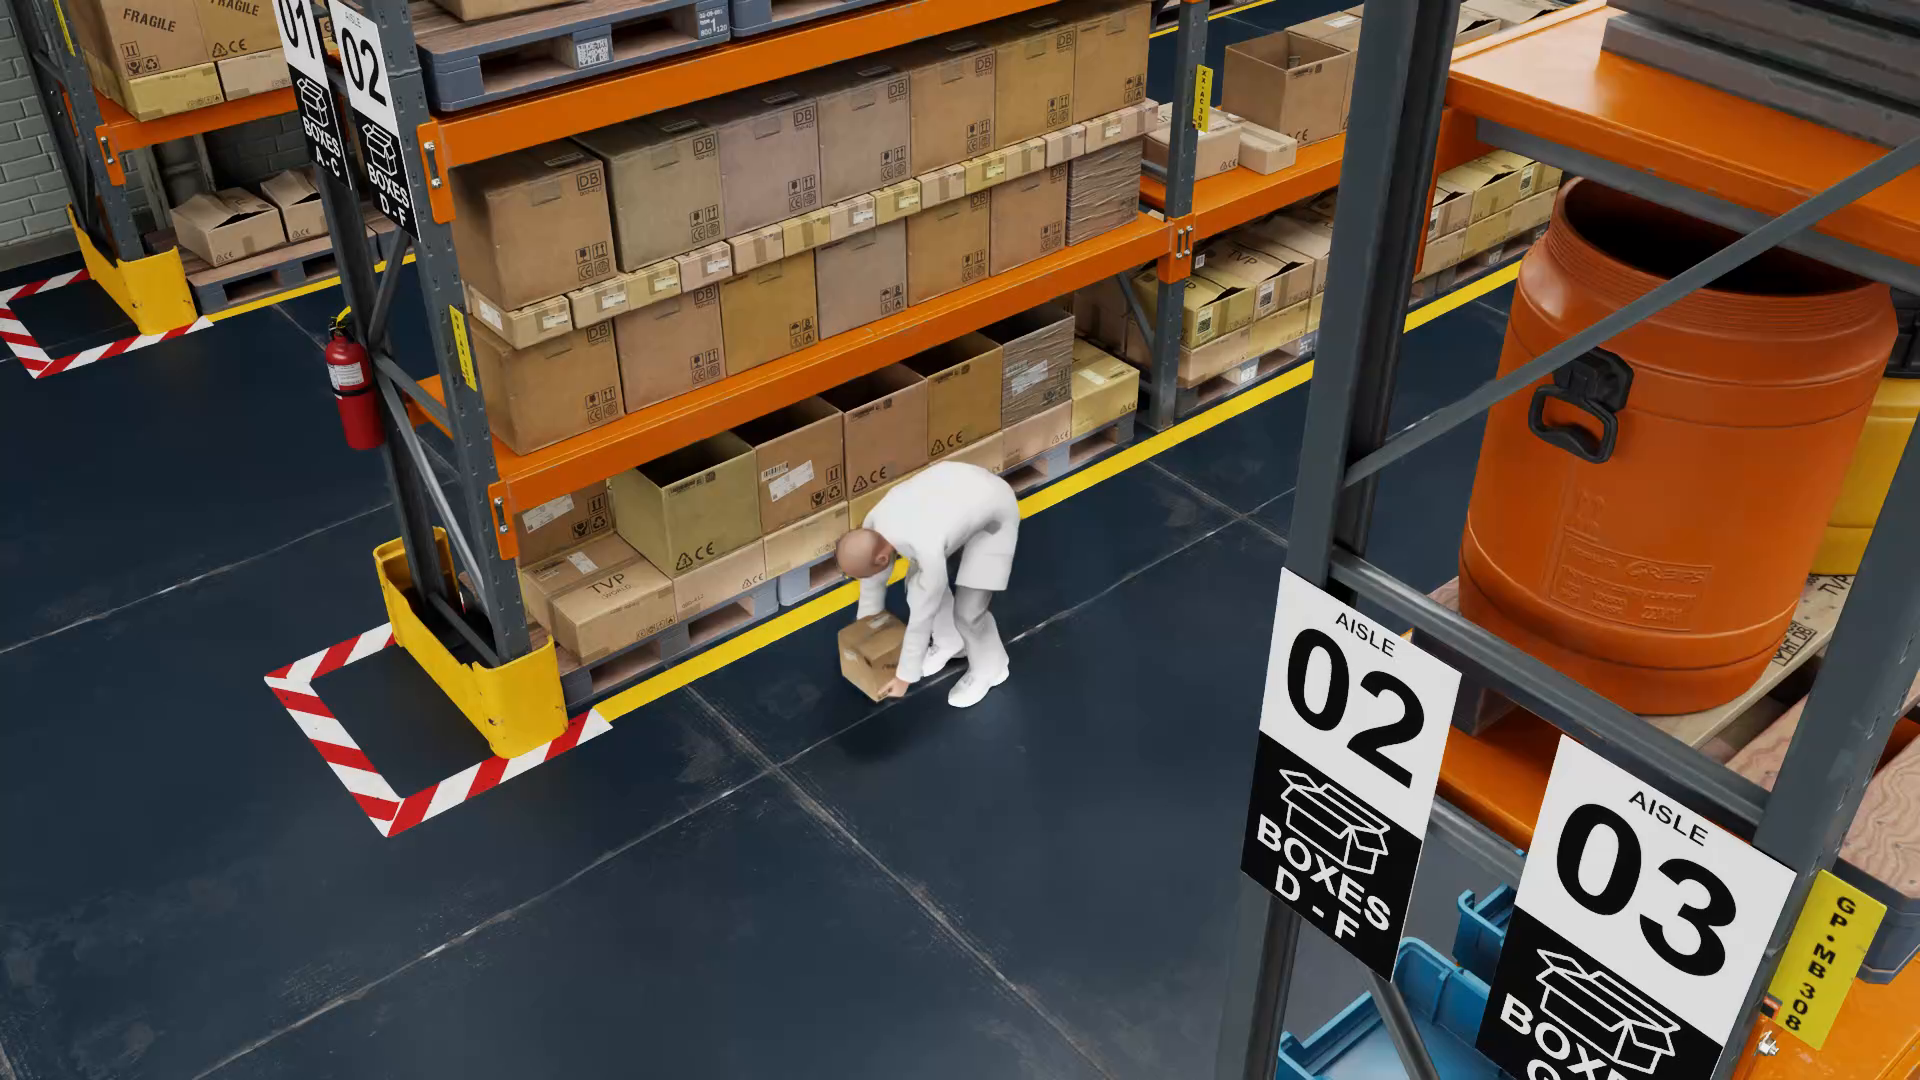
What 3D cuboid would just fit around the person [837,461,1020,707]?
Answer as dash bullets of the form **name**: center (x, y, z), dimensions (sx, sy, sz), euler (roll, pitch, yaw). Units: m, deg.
- **person**: center (-0.157, 0.253, 7.296), dimensions (0.948, 1.131, 0.568), euler (-28, 44, -33)
